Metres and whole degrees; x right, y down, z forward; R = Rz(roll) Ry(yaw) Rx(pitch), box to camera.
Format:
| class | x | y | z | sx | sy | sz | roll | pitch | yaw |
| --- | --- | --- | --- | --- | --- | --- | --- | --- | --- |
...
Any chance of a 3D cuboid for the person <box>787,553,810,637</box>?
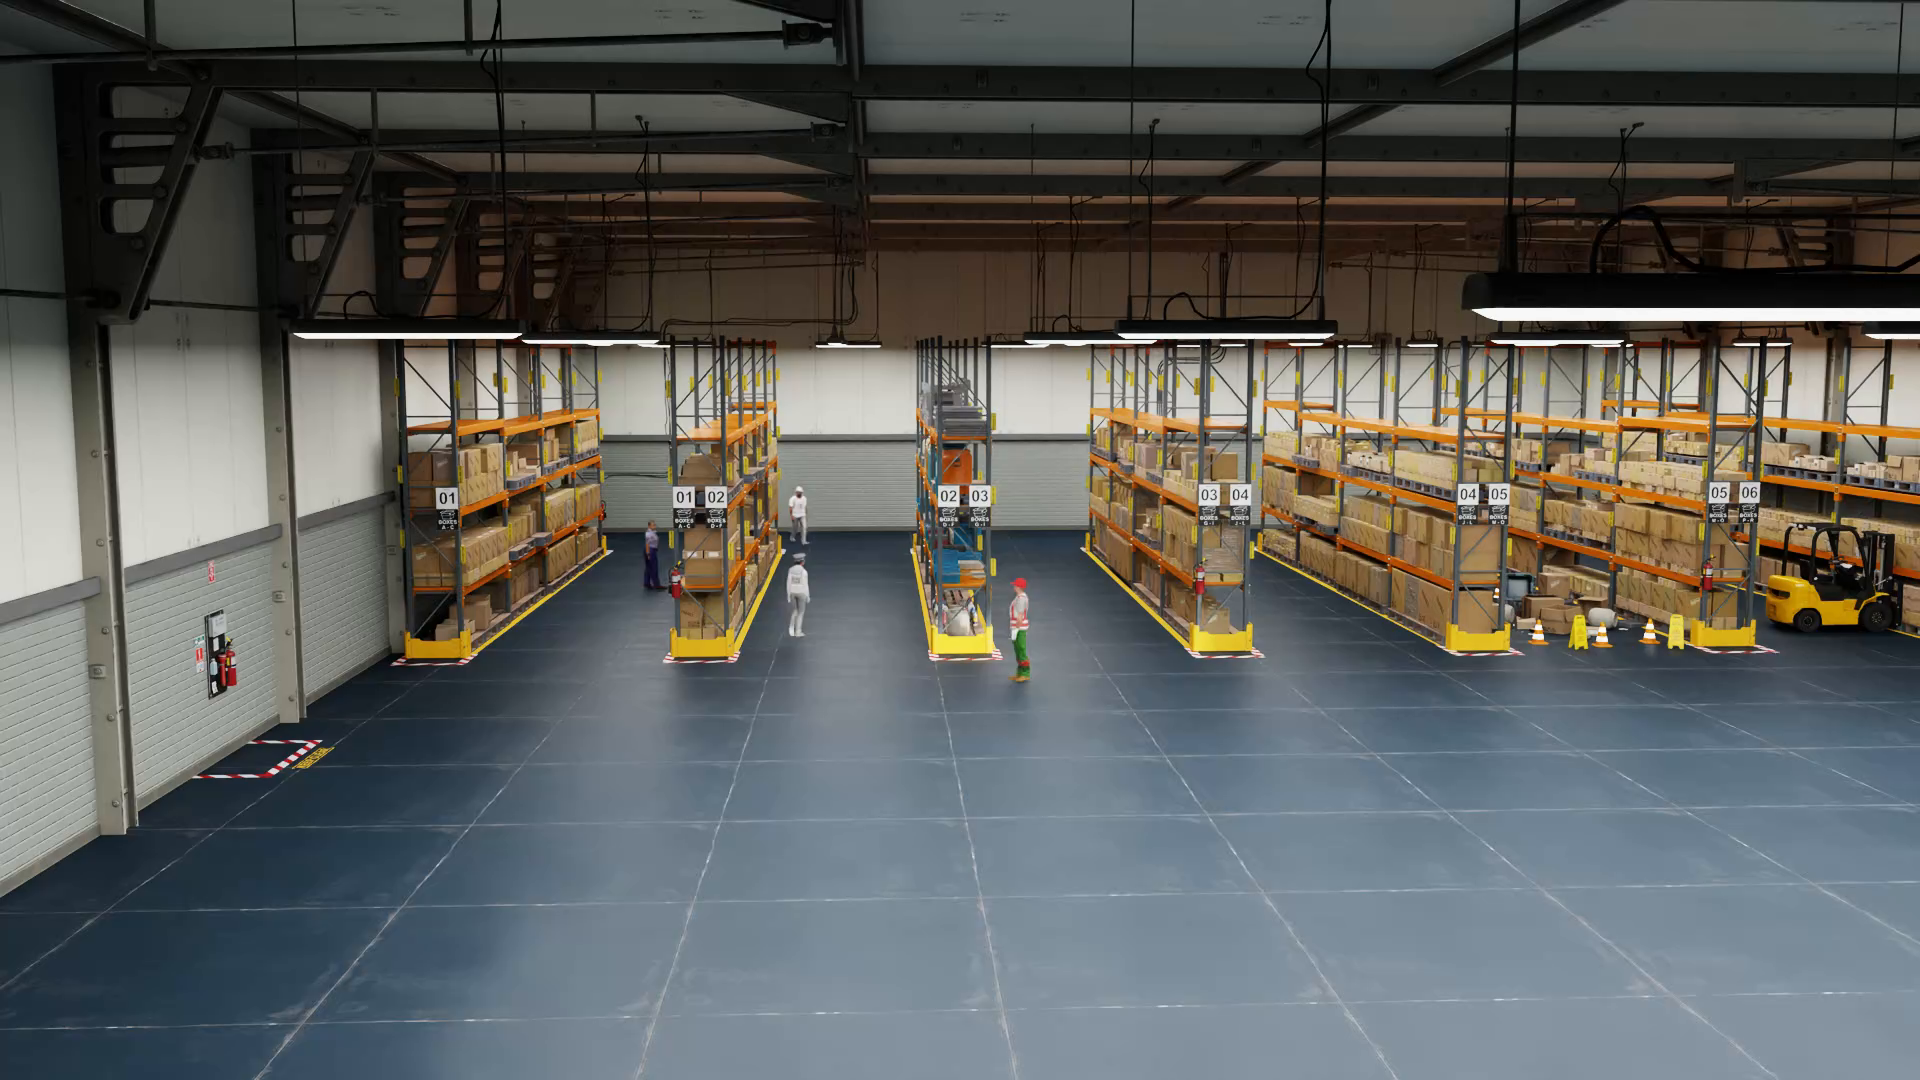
| class | x | y | z | sx | sy | sz | roll | pitch | yaw |
| --- | --- | --- | --- | --- | --- | --- | --- | --- | --- |
| person | -3.220 | 1.101 | 33.300 | 0.500 | 1.684 | 0.407 | 4 | 7 | 30 |

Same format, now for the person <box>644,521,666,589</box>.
| class | x | y | z | sx | sy | sz | roll | pitch | yaw |
| --- | --- | --- | --- | --- | --- | --- | --- | --- | --- |
| person | -7.391 | 0.347 | 40.180 | 0.521 | 1.648 | 0.518 | -1 | 7 | -11 |

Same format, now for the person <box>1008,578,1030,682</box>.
| class | x | y | z | sx | sy | sz | roll | pitch | yaw |
| --- | --- | --- | --- | --- | --- | --- | --- | --- | --- |
| person | 1.024 | 1.557 | 28.875 | 0.372 | 1.804 | 0.600 | -1 | 7 | -5 |

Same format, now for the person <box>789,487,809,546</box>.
| class | x | y | z | sx | sy | sz | roll | pitch | yaw |
| --- | --- | --- | --- | --- | --- | --- | --- | --- | --- |
| person | -4.762 | -0.715 | 49.218 | 0.620 | 1.735 | 0.975 | -3 | 7 | -22 |
